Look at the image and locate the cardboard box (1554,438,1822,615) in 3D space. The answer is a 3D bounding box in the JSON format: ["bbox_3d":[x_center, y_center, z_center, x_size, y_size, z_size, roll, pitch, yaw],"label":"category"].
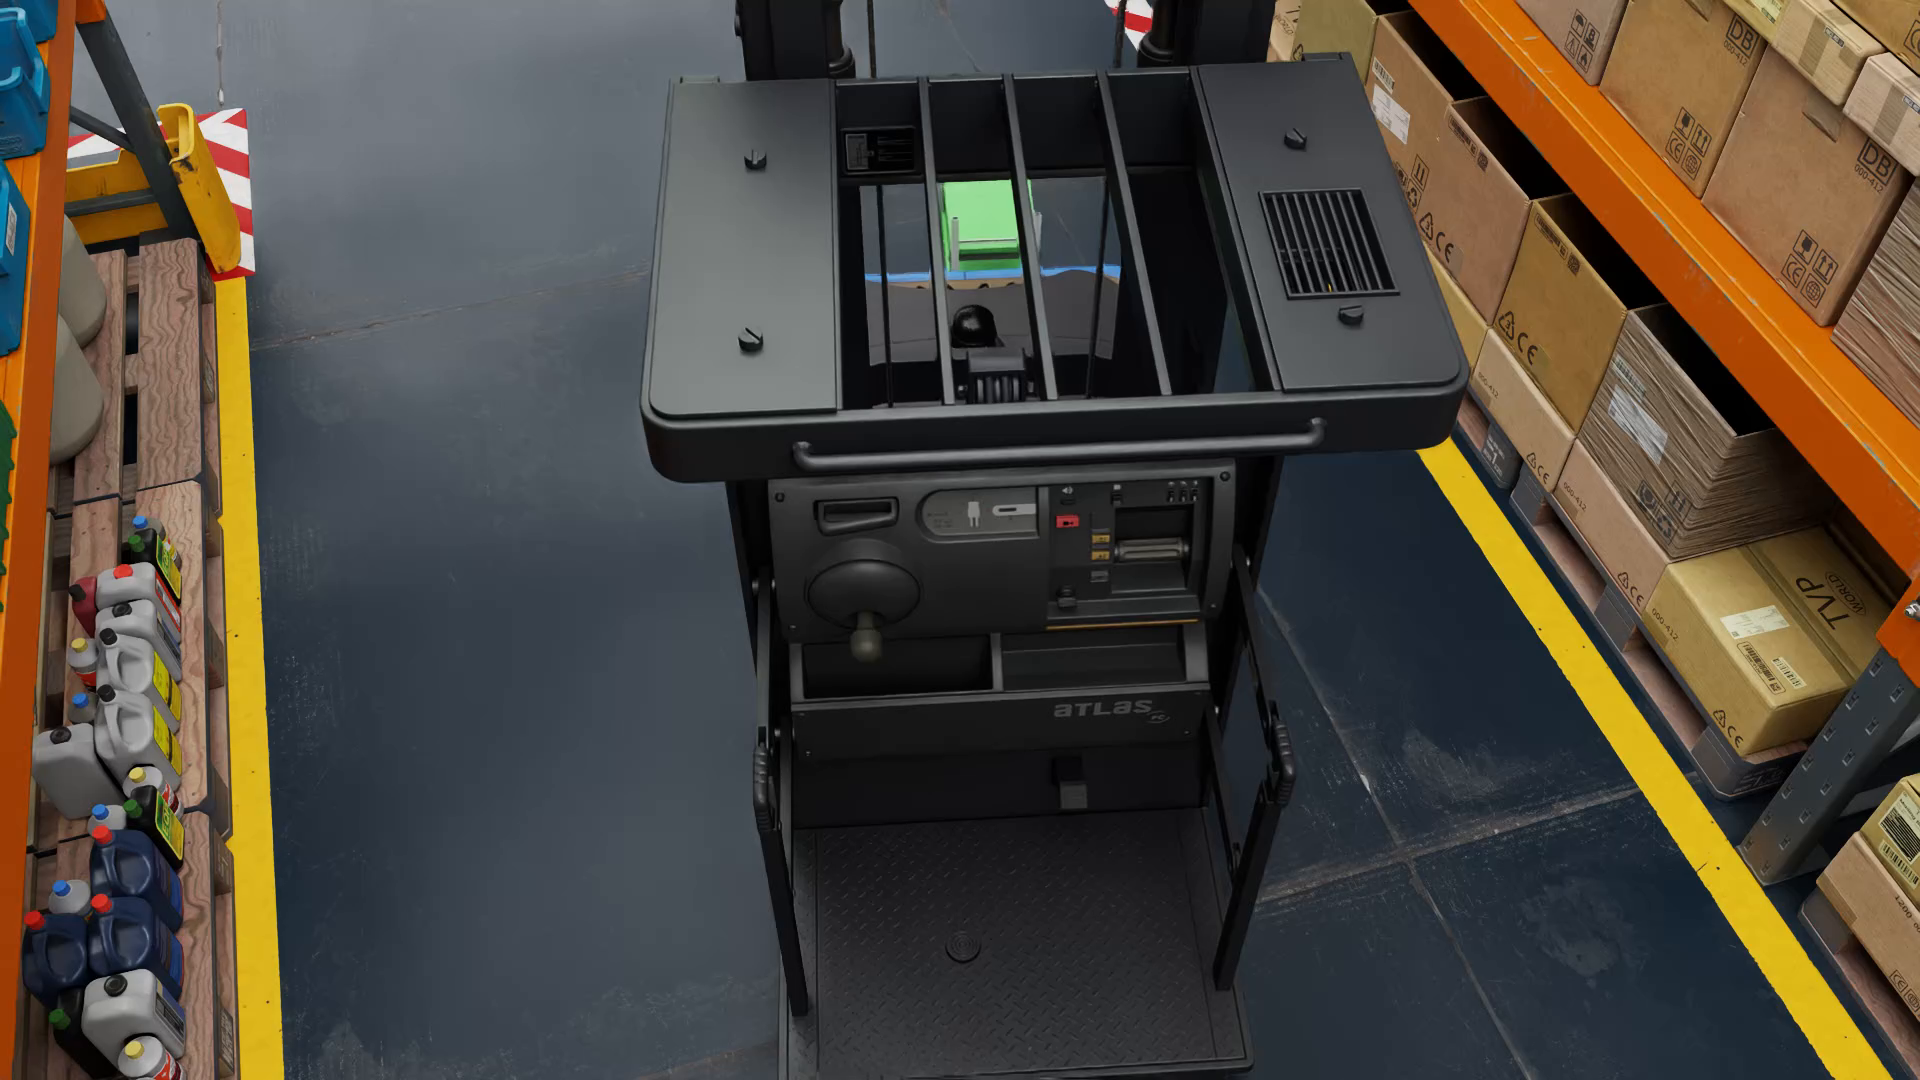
[{"bbox_3d":[2.126,-0.096,4.893,0.500,0.250,0.500,-13,51,-11],"label":"cardboard box"}]

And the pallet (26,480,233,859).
[{"bbox_3d":[-2.646,0.433,4.747,1.003,0.211,1.213,-13,51,-11],"label":"pallet"}]

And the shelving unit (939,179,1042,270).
[{"bbox_3d":[0.080,-0.662,5.023,0.258,1.200,0.503,-3,50,-2],"label":"shelving unit"}]

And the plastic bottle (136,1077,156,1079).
[{"bbox_3d":[-1.828,1.281,3.751,0.097,0.201,0.097,0,50,0],"label":"plastic bottle"}]

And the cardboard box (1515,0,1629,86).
[{"bbox_3d":[2.013,-1.670,4.631,0.700,0.500,0.500,-12,51,-10],"label":"cardboard box"}]

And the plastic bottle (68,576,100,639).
[{"bbox_3d":[-2.397,0.196,4.611,0.061,0.283,0.133,-13,51,-11],"label":"plastic bottle"}]

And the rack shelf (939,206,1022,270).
[{"bbox_3d":[0.080,-0.775,4.889,0.258,0.148,0.480,-3,50,-2],"label":"rack shelf"}]

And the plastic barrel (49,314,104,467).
[{"bbox_3d":[-2.890,-0.498,5.061,0.421,0.512,0.421,0,50,0],"label":"plastic barrel"}]

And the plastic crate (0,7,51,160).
[{"bbox_3d":[-2.685,-1.173,4.374,0.499,0.251,0.408,-13,51,-11],"label":"plastic crate"}]

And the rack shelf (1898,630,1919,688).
[{"bbox_3d":[3.201,1.502,2.492,1.077,0.370,4.000,-13,51,-11],"label":"rack shelf"}]

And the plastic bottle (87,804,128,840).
[{"bbox_3d":[-2.100,0.744,4.157,0.097,0.271,0.097,0,50,0],"label":"plastic bottle"}]

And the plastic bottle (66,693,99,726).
[{"bbox_3d":[-2.304,0.479,4.427,0.097,0.201,0.097,0,50,0],"label":"plastic bottle"}]

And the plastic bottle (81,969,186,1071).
[{"bbox_3d":[-1.920,1.101,3.853,0.152,0.276,0.135,-12,51,-10],"label":"plastic bottle"}]

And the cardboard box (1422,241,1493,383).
[{"bbox_3d":[1.815,-0.823,5.506,0.500,0.250,0.500,-13,51,-11],"label":"cardboard box"}]

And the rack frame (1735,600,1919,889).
[{"bbox_3d":[2.610,-0.190,3.448,1.000,3.000,0.127,-13,51,-11],"label":"rack frame"}]

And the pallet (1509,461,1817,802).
[{"bbox_3d":[2.415,0.118,5.012,1.003,0.211,1.213,-13,51,-11],"label":"pallet"}]

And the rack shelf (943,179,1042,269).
[{"bbox_3d":[0.080,-0.930,4.705,0.258,0.148,0.480,-3,50,-2],"label":"rack shelf"}]

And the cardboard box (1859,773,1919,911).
[{"bbox_3d":[2.494,0.738,3.823,0.500,0.311,0.500,-13,51,-11],"label":"cardboard box"}]

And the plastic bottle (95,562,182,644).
[{"bbox_3d":[-2.296,0.174,4.635,0.152,0.276,0.135,-13,51,-11],"label":"plastic bottle"}]

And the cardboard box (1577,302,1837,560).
[{"bbox_3d":[2.127,-0.338,4.606,0.500,0.500,0.500,-13,51,-11],"label":"cardboard box"}]

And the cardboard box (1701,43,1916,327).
[{"bbox_3d":[2.311,-0.929,4.006,0.700,0.500,0.500,-14,51,-11],"label":"cardboard box"}]

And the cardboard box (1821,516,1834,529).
[{"bbox_3d":[2.619,-0.213,4.991,0.500,0.250,0.500,-13,51,-11],"label":"cardboard box"}]

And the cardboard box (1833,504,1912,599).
[{"bbox_3d":[2.772,-0.090,4.398,0.500,0.500,0.500,-13,51,-11],"label":"cardboard box"}]

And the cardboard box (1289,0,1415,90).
[{"bbox_3d":[1.523,-1.796,5.835,0.500,0.500,0.500,-13,51,-11],"label":"cardboard box"}]

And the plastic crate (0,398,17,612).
[{"bbox_3d":[-2.255,-0.060,3.477,0.450,0.188,0.662,-13,51,-11],"label":"plastic crate"}]

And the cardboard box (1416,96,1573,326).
[{"bbox_3d":[1.814,-1.064,5.219,0.500,0.500,0.500,-13,51,-11],"label":"cardboard box"}]

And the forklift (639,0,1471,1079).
[{"bbox_3d":[0.103,0.143,3.213,1.130,2.935,3.031,-3,50,-2],"label":"forklift"}]

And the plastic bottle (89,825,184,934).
[{"bbox_3d":[-2.021,0.818,4.043,0.144,0.351,0.185,-15,52,-13],"label":"plastic bottle"}]

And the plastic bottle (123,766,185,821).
[{"bbox_3d":[-2.082,0.654,4.279,0.097,0.201,0.097,0,50,0],"label":"plastic bottle"}]

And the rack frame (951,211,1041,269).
[{"bbox_3d":[0.095,-0.476,4.866,0.240,1.200,0.015,-3,50,-2],"label":"rack frame"}]

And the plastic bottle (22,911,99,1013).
[{"bbox_3d":[-2.103,0.988,3.900,0.144,0.351,0.185,-13,51,-11],"label":"plastic bottle"}]

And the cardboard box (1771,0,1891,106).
[{"bbox_3d":[2.095,-1.145,3.764,0.380,0.149,0.250,-13,51,-11],"label":"cardboard box"}]

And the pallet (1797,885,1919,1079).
[{"bbox_3d":[2.865,1.238,4.068,1.003,0.211,1.213,-13,51,-11],"label":"pallet"}]

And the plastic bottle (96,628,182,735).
[{"bbox_3d":[-2.202,0.372,4.420,0.144,0.351,0.185,-11,51,-9],"label":"plastic bottle"}]

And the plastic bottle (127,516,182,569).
[{"bbox_3d":[-2.344,0.008,4.824,0.097,0.201,0.097,0,50,0],"label":"plastic bottle"}]

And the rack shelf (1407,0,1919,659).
[{"bbox_3d":[2.018,-1.419,4.955,1.077,0.370,4.000,-13,51,-11],"label":"rack shelf"}]
